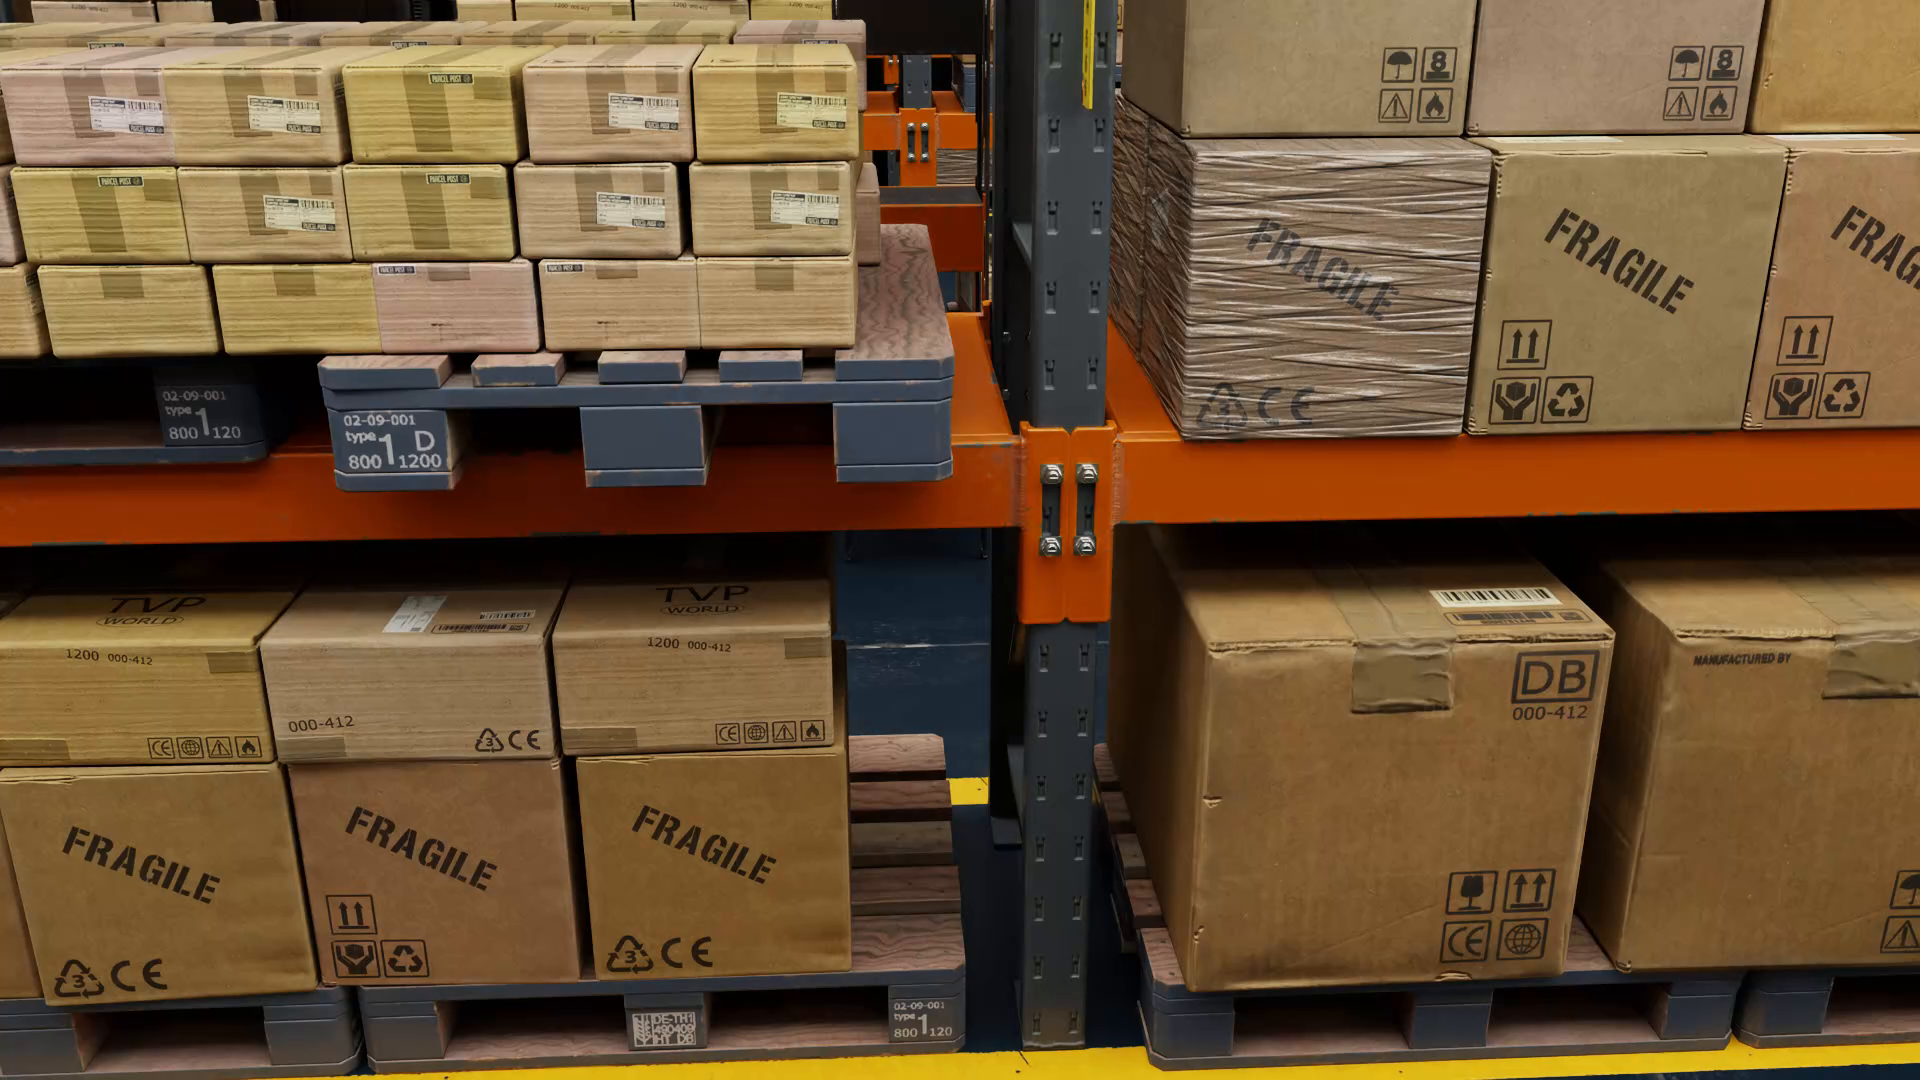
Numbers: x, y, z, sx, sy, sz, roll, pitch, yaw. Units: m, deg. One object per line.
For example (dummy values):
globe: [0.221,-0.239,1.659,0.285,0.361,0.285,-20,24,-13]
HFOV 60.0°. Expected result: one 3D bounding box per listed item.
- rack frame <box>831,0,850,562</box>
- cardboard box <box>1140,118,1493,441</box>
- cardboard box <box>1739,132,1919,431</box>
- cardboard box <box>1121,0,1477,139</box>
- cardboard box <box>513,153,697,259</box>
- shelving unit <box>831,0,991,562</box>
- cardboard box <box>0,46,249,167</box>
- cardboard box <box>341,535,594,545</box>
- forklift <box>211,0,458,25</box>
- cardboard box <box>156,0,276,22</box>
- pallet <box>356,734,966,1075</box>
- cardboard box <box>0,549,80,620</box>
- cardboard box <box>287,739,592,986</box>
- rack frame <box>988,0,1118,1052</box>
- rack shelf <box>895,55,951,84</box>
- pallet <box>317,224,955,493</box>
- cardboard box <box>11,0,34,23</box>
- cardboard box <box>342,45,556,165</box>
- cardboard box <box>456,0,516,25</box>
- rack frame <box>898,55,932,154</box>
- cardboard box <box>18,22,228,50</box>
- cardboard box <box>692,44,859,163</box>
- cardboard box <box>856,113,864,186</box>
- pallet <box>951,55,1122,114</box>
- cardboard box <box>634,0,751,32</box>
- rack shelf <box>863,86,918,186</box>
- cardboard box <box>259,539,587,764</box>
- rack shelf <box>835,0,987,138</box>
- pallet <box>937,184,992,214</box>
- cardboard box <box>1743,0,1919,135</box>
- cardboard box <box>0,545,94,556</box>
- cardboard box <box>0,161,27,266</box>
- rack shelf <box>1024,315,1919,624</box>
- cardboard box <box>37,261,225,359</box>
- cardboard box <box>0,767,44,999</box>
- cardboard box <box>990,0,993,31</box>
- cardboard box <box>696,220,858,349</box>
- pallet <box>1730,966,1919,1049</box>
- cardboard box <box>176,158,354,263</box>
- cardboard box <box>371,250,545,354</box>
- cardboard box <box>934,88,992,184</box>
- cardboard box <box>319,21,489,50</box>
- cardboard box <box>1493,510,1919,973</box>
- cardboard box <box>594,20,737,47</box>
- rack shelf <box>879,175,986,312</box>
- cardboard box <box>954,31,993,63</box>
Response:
rack frame: [-0.409,-0.973,5.726,0.015,2.100,0.400,-1,21,-3]
cardboard box: [0.627,-0.499,3.075,0.500,0.500,0.500,-1,21,-2]
cardboard box: [1.638,-0.520,3.131,0.500,0.500,0.500,-1,21,-3]
cardboard box: [0.612,-1.058,3.139,0.500,0.500,0.700,-1,21,-3]
cardboard box: [-0.570,-0.579,2.770,0.250,0.149,0.380,0,21,-1]
shelving unit: [-0.165,-0.978,5.739,0.503,2.100,0.431,-1,21,-3]
cardboard box: [-1.319,-0.704,2.680,0.250,0.149,0.380,-1,21,-3]
cardboard box: [-1.045,0.021,3.719,0.500,0.250,0.500,-1,21,-4]
forklift: [-2.387,-1.291,5.392,3.031,2.935,1.130,-2,21,-5]
cardboard box: [-3.239,-2.307,7.472,0.500,0.250,0.500,-1,21,-2]
pallet: [-0.617,0.780,3.776,1.213,0.211,1.003,-1,21,-3]
cardboard box: [-2.036,0.222,3.190,0.500,0.250,0.500,0,21,-1]
cardboard box: [-0.997,0.549,3.387,0.500,0.500,0.500,0,21,-1]
rack frame: [0.164,-0.539,3.320,0.127,3.000,1.000,-1,21,-3]
rack shelf: [1.490,-3.763,12.799,4.000,0.370,1.077,-1,21,-3]
pallet: [-0.542,-0.397,3.217,1.003,0.211,1.213,-1,21,-3]
cardboard box: [-4.697,-2.344,7.922,0.500,0.500,0.500,0,21,-1]
cardboard box: [-0.812,-0.713,2.705,0.250,0.149,0.380,-1,21,-1]
cardboard box: [-2.229,-2.319,7.503,0.500,0.250,0.500,-2,21,-5]
rack frame: [-0.220,-2.295,7.933,0.127,3.000,1.000,-1,21,-3]
cardboard box: [-1.621,-0.928,3.269,0.250,0.149,0.380,-1,21,-1]
cardboard box: [-0.300,-0.723,2.731,0.250,0.149,0.380,-2,21,-5]
cardboard box: [-0.330,-0.818,3.399,0.250,0.149,0.380,0,21,-1]
pallet: [0.485,-2.258,8.105,1.003,0.211,1.213,-1,21,-3]
cardboard box: [-1.201,-2.347,7.577,0.500,0.250,0.500,-2,21,-4]
rack shelf: [-2.217,-1.918,7.955,4.000,0.370,1.077,-1,21,-3]
cardboard box: [-1.008,0.204,3.239,0.500,0.250,0.500,-1,21,-2]
rack shelf: [-0.165,-1.619,5.494,0.480,0.518,0.431,-1,21,-3]
pallet: [0.317,-2.758,13.068,1.213,0.211,1.003,-1,21,-3]
cardboard box: [1.629,-1.080,3.197,0.500,0.500,0.700,-1,21,-4]
cardboard box: [-2.060,0.038,3.676,0.500,0.250,0.500,-2,21,-5]
cardboard box: [-1.591,-0.558,2.715,0.250,0.149,0.380,-1,21,-2]
rack shelf: [2.160,-0.243,3.555,4.000,0.370,1.077,-1,21,-3]
cardboard box: [-1.325,-0.425,2.784,0.250,0.149,0.380,-2,21,-5]
cardboard box: [-2.027,0.567,3.339,0.500,0.500,0.500,-1,21,-2]
cardboard box: [0.243,-2.604,7.596,0.500,0.500,0.500,-2,21,-5]
cardboard box: [-0.303,-0.444,2.835,0.250,0.149,0.380,-1,21,-2]
pallet: [2.170,0.751,3.850,1.213,0.211,1.003,-1,21,-3]
cardboard box: [-1.082,-0.568,2.741,0.250,0.149,0.380,-1,21,-3]
cardboard box: [-0.808,-0.435,2.809,0.250,0.149,0.380,-1,21,-2]
cardboard box: [0.116,-3.153,12.933,0.625,0.625,0.875,-1,21,-1]
cardboard box: [-1.087,-0.940,3.301,0.250,0.149,0.380,-2,21,-5]
cardboard box: [1.649,0.317,3.644,0.750,0.750,1.050,-1,21,-2]
cardboard box: [-0.577,-0.949,3.324,0.250,0.149,0.380,-2,21,-5]
rack shelf: [-0.165,-0.965,5.743,0.480,0.518,0.431,-1,21,-3]
cardboard box: [0.115,-2.315,7.747,0.250,0.149,0.380,-2,21,-6]
